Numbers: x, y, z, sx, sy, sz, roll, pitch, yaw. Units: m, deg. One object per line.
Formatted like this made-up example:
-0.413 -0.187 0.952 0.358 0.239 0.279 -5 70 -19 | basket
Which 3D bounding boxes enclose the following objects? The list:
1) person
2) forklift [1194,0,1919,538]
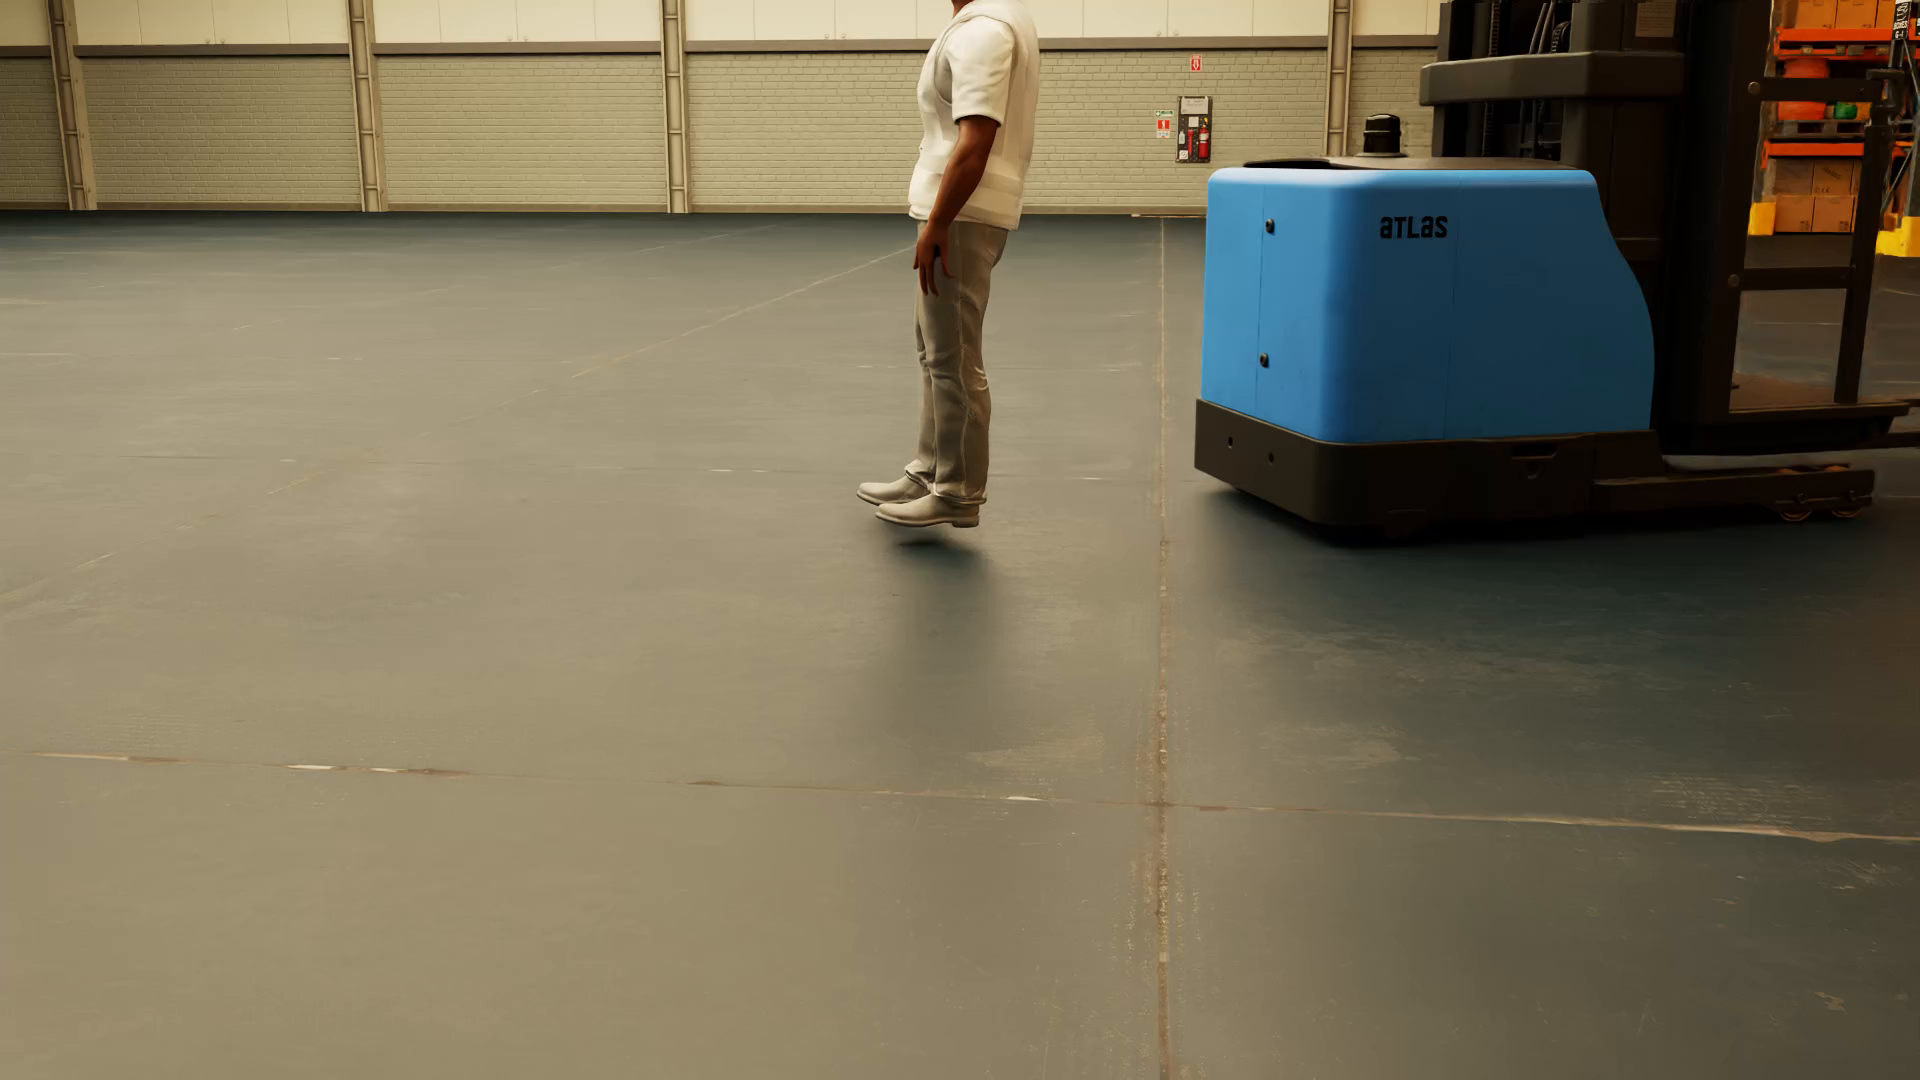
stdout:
-0.068 -0.910 4.749 0.577 1.765 0.665 2 13 7 | person
2.376 -1.595 5.332 3.031 2.935 1.130 -4 14 -15 | forklift
